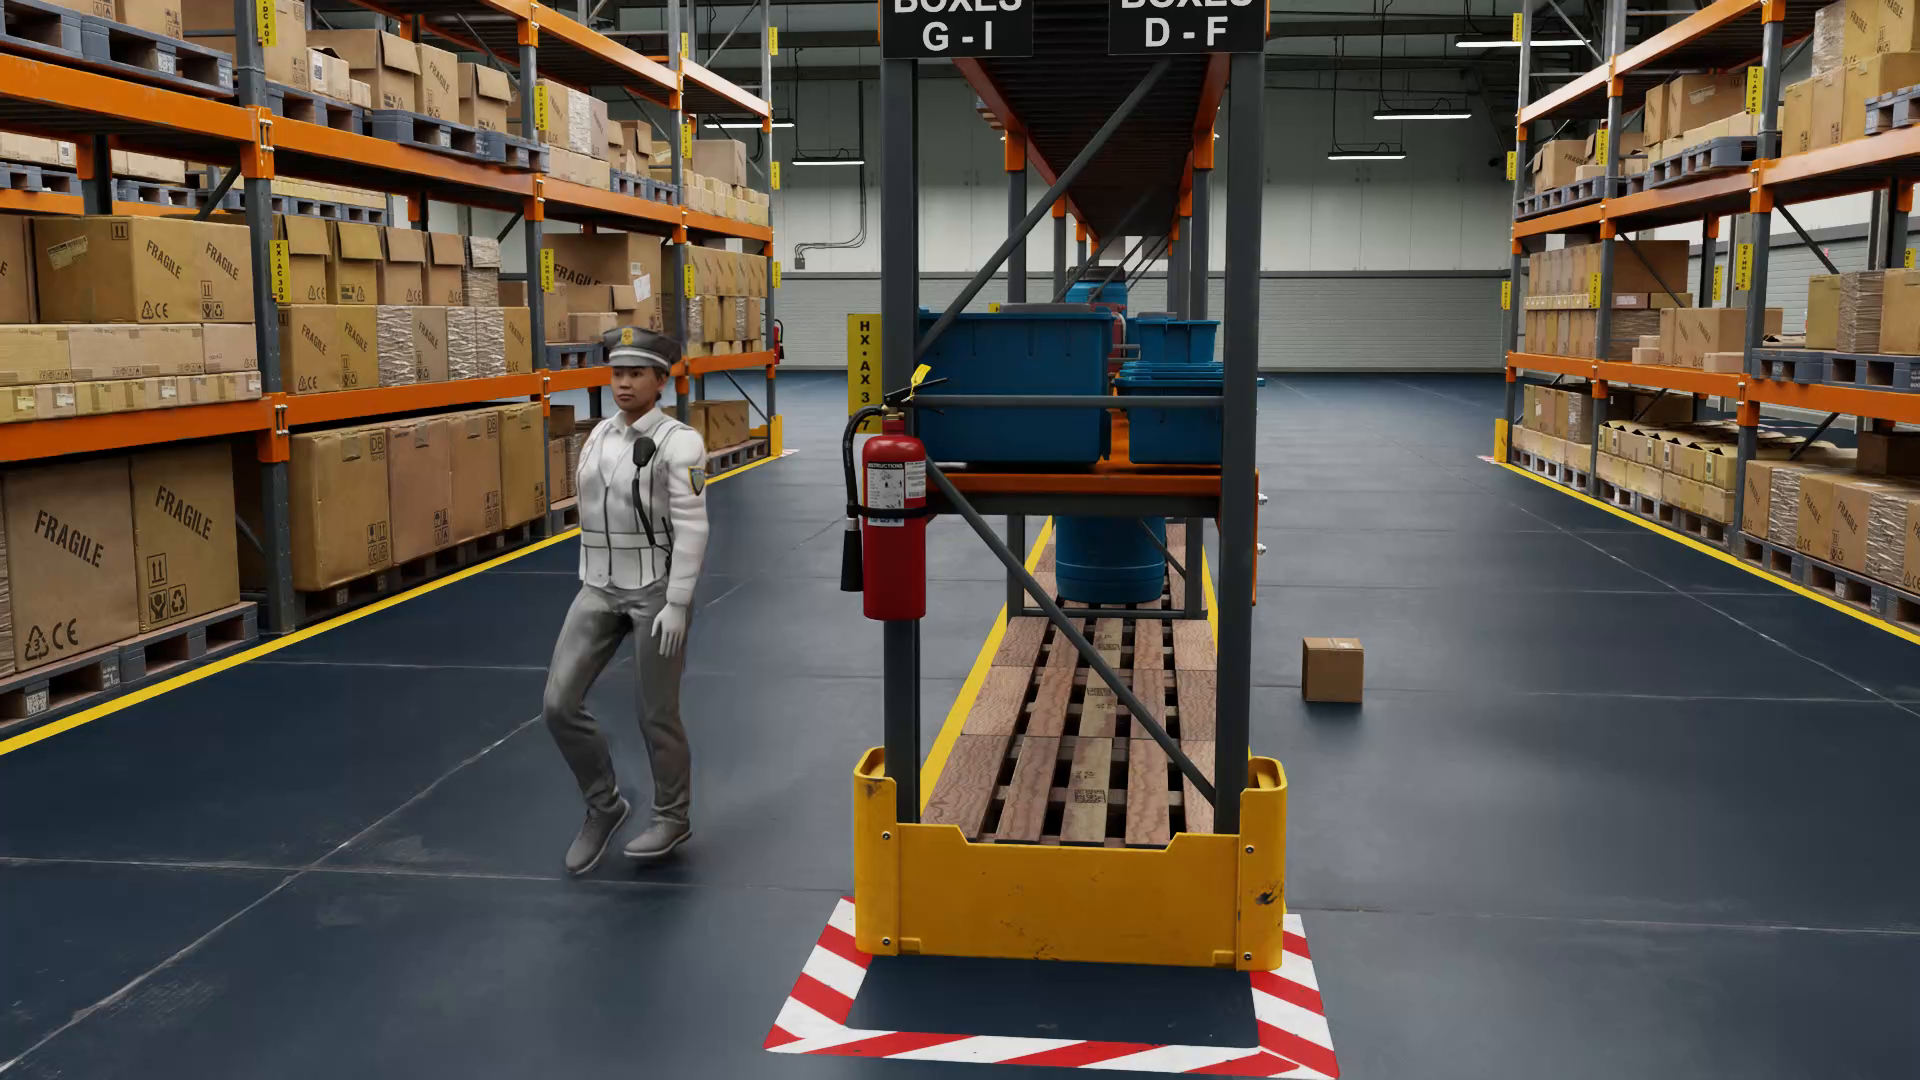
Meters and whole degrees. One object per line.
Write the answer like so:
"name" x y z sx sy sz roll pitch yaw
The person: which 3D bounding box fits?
"person" -1.021 0.201 5.173 0.514 1.728 0.483 4 9 26
